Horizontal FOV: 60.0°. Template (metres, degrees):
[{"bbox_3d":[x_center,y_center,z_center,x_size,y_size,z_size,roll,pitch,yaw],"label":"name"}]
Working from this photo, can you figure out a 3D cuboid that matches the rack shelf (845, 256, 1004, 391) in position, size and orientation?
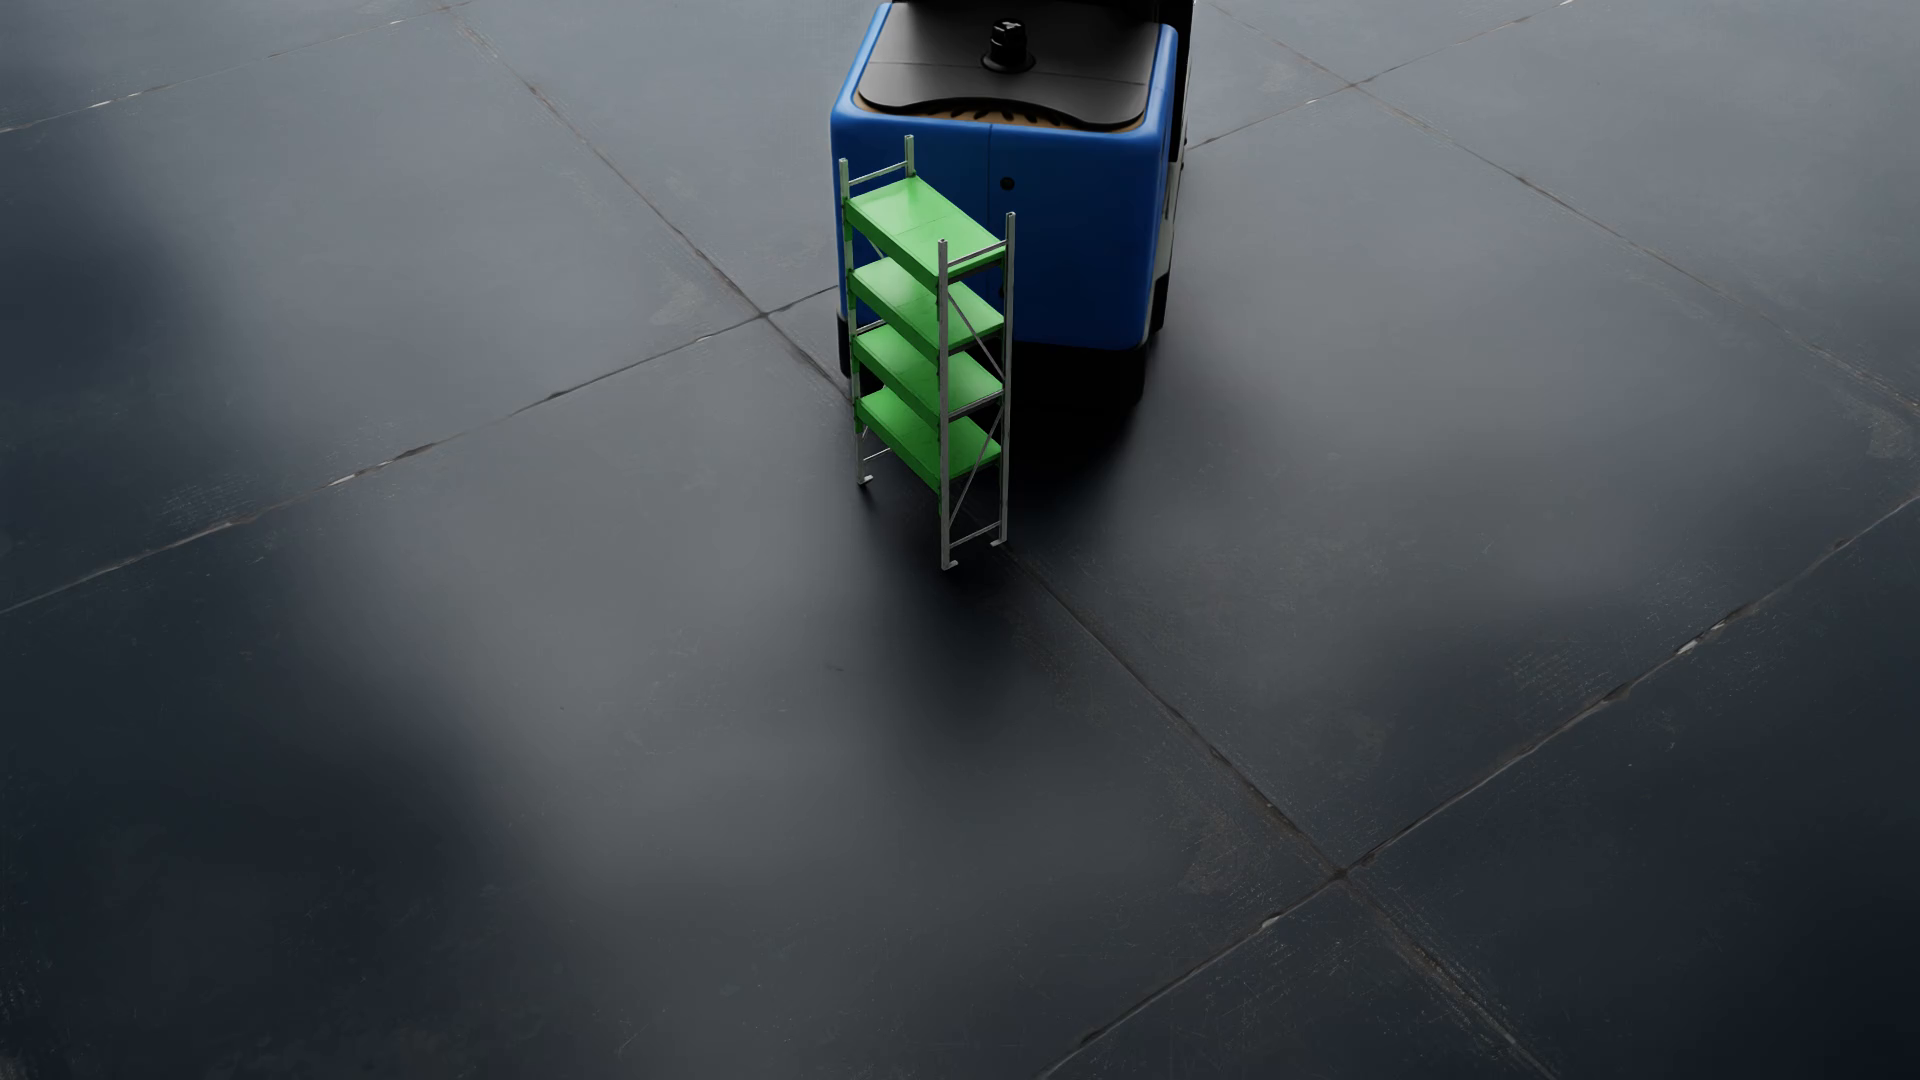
[{"bbox_3d":[-0.095,-0.655,4.812,0.258,0.148,0.480,-26,49,-24],"label":"rack shelf"}]

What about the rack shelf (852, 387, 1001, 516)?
[{"bbox_3d":[-0.095,-0.308,5.144,0.258,0.148,0.480,-26,49,-24],"label":"rack shelf"}]

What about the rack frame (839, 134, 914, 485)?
[{"bbox_3d":[-0.234,-0.666,5.079,0.240,1.200,0.015,-26,49,-24],"label":"rack frame"}]

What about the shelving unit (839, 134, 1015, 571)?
[{"bbox_3d":[-0.095,-0.528,4.934,0.258,1.200,0.503,-26,49,-24],"label":"shelving unit"}]

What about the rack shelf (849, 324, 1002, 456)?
[{"bbox_3d":[-0.095,-0.482,4.978,0.258,0.148,0.480,-26,49,-24],"label":"rack shelf"}]

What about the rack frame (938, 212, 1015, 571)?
[{"bbox_3d":[0.045,-0.390,4.789,0.240,1.200,0.015,-26,49,-24],"label":"rack frame"}]

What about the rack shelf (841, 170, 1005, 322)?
[{"bbox_3d":[-0.095,-0.829,4.647,0.258,0.148,0.480,-26,49,-24],"label":"rack shelf"}]

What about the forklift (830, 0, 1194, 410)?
[{"bbox_3d":[0.336,-2.525,5.772,1.130,2.935,3.031,7,44,7],"label":"forklift"}]
